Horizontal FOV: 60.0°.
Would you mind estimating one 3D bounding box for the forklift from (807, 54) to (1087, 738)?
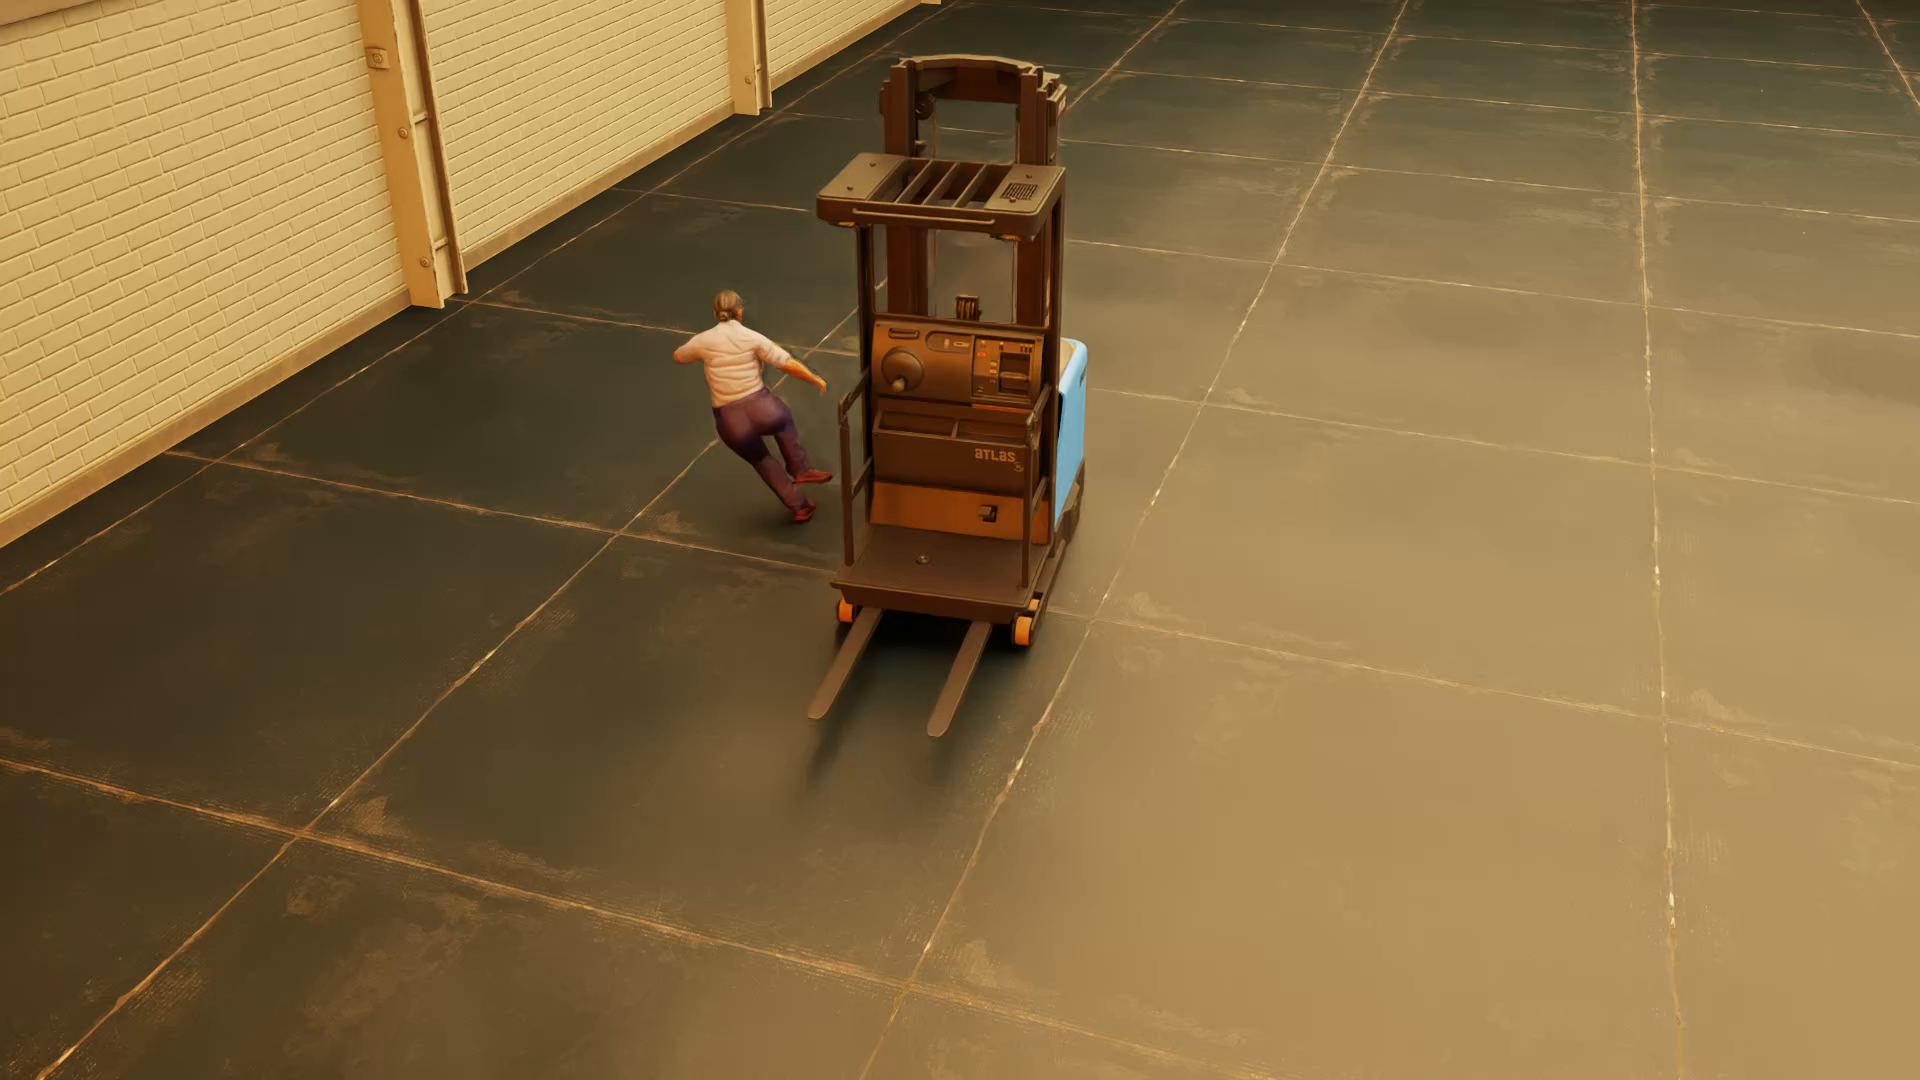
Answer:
[{"bbox_3d":[-0.065,-0.901,8.717,1.130,2.935,3.031,7,30,12],"label":"forklift"}]

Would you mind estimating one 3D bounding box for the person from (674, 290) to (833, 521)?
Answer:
[{"bbox_3d":[-1.253,-0.843,10.178,0.915,1.430,0.859,-7,30,-12],"label":"person"}]
